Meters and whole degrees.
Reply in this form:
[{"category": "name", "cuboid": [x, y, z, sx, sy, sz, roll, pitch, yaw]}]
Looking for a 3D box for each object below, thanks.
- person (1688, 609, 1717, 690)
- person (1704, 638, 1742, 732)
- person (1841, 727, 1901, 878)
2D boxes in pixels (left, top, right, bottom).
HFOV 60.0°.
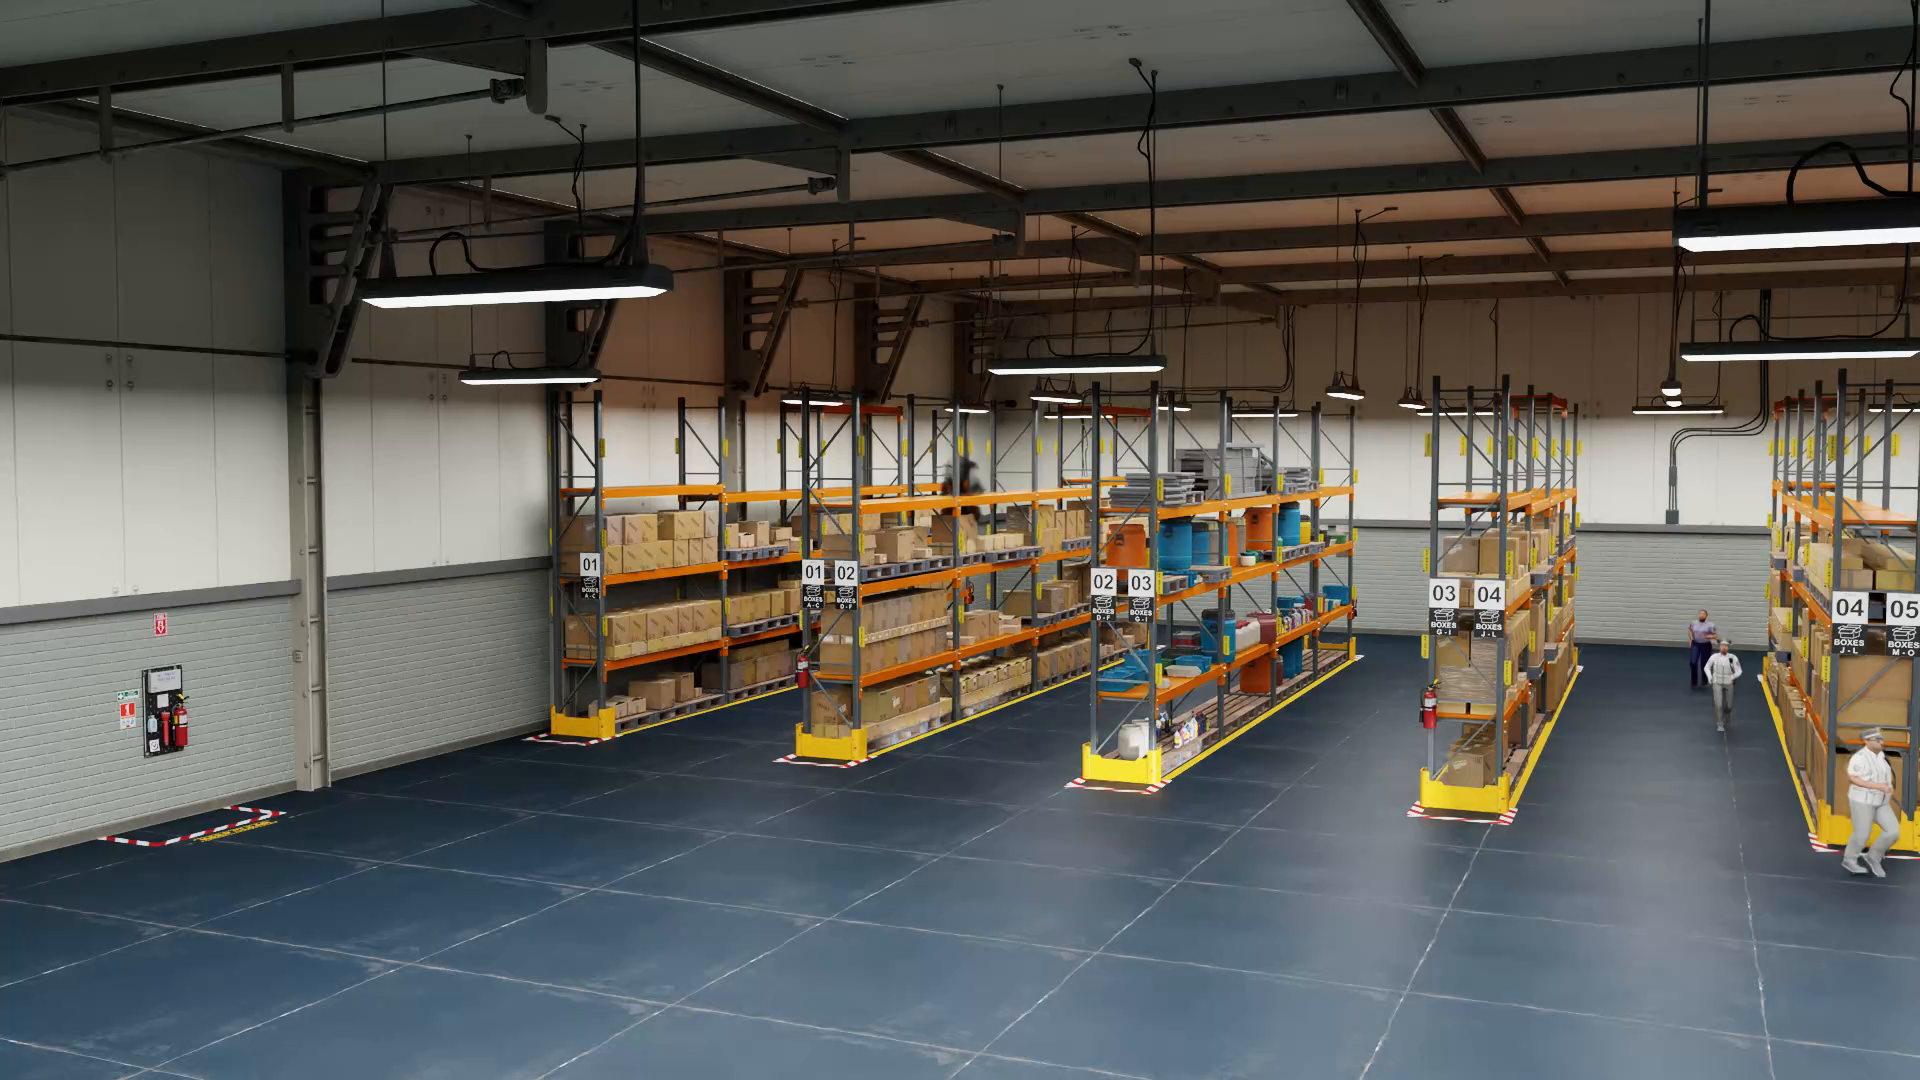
[{"category": "person", "cuboid": [15.427, 2.294, 34.577, 0.588, 1.693, 0.741, 2, 4, 30]}, {"category": "person", "cuboid": [13.501, 2.546, 29.443, 0.620, 1.653, 0.678, 1, 3, 23]}, {"category": "person", "cuboid": [10.623, 3.061, 19.360, 0.659, 1.803, 0.710, -1, 3, -21]}]
